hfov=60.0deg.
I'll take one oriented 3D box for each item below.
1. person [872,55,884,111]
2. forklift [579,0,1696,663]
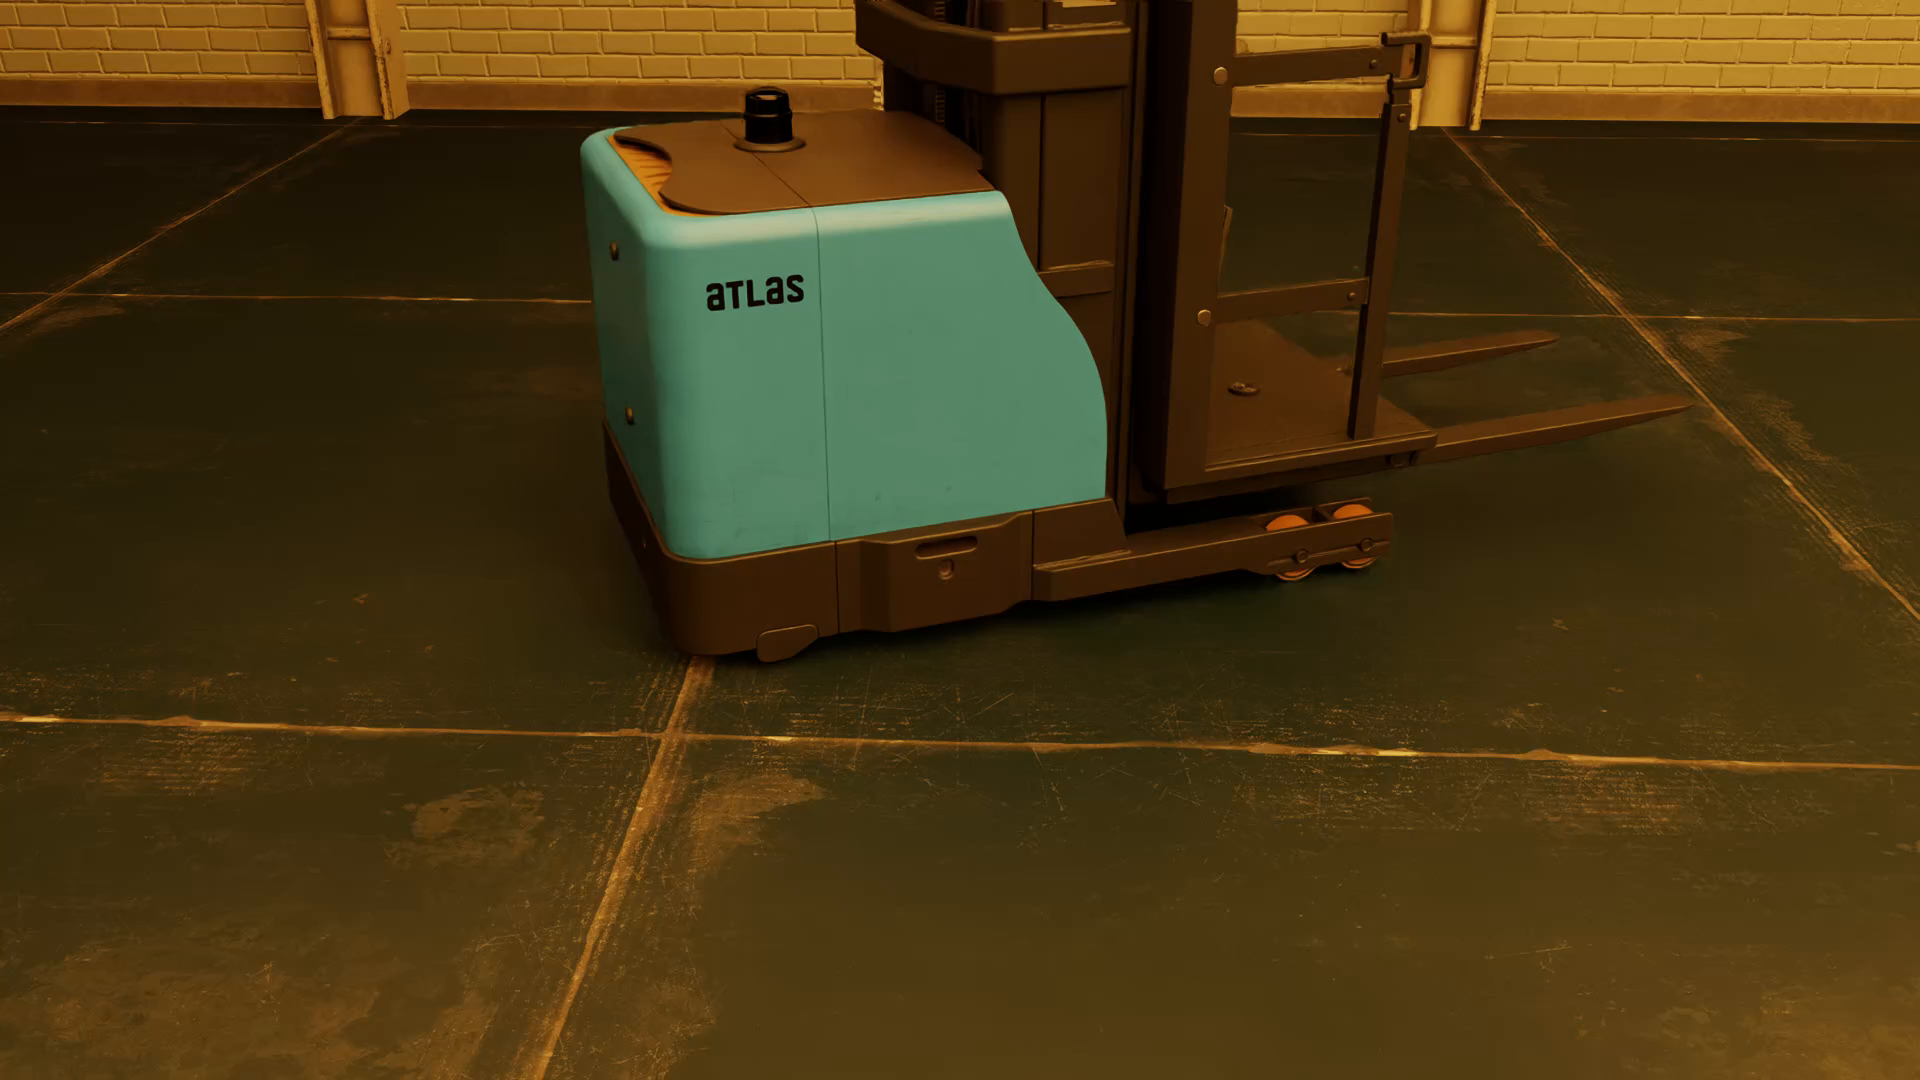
[{"bbox_3d":[-0.250,-2.278,7.117,0.369,1.795,0.526,-6,27,-13],"label":"person"},{"bbox_3d":[0.601,-1.419,4.084,3.031,2.935,1.130,-9,28,-18],"label":"forklift"}]
